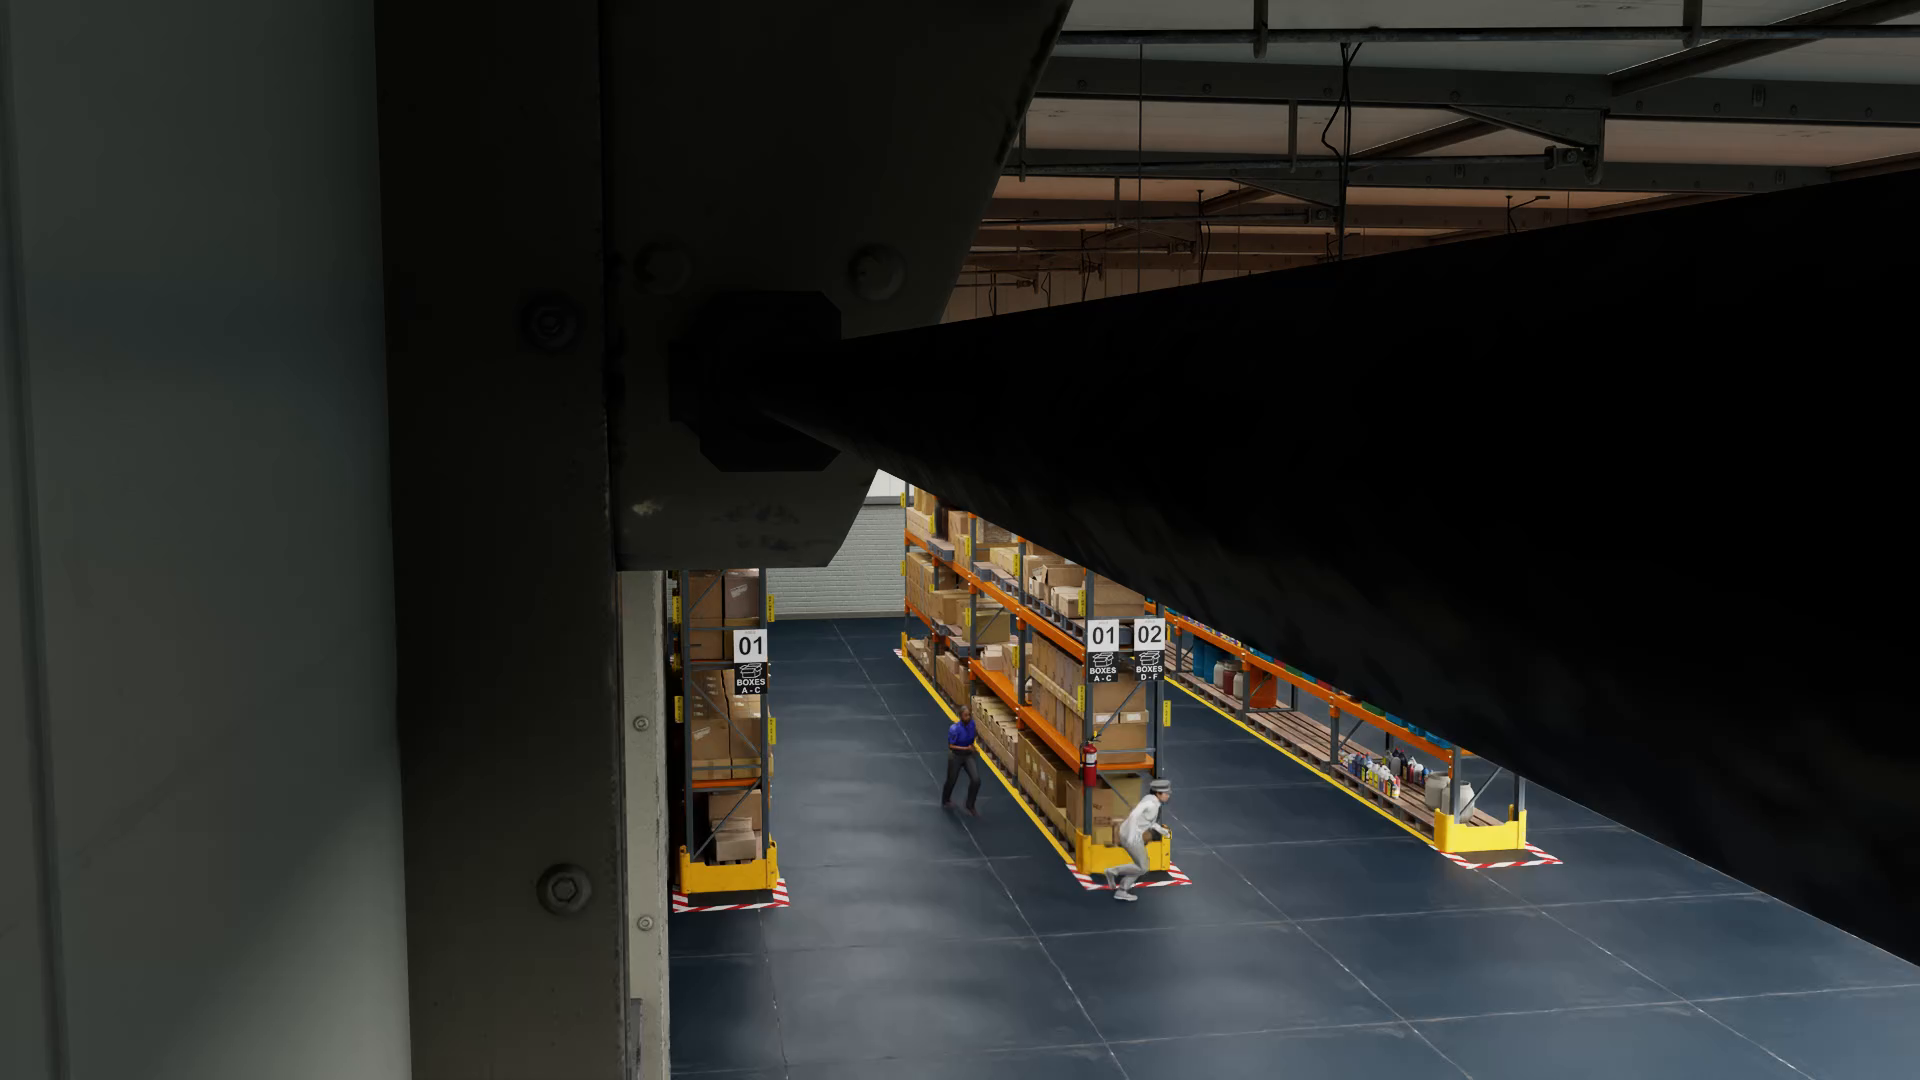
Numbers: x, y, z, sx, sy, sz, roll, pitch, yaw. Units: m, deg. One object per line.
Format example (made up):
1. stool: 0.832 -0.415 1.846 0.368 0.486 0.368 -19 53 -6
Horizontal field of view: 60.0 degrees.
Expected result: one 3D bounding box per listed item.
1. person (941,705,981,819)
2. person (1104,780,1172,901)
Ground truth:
1. person: 0.040 3.114 23.462 0.578 1.621 0.943 -3 7 -26
2. person: 2.100 3.568 19.674 0.793 1.483 0.637 1 6 11
